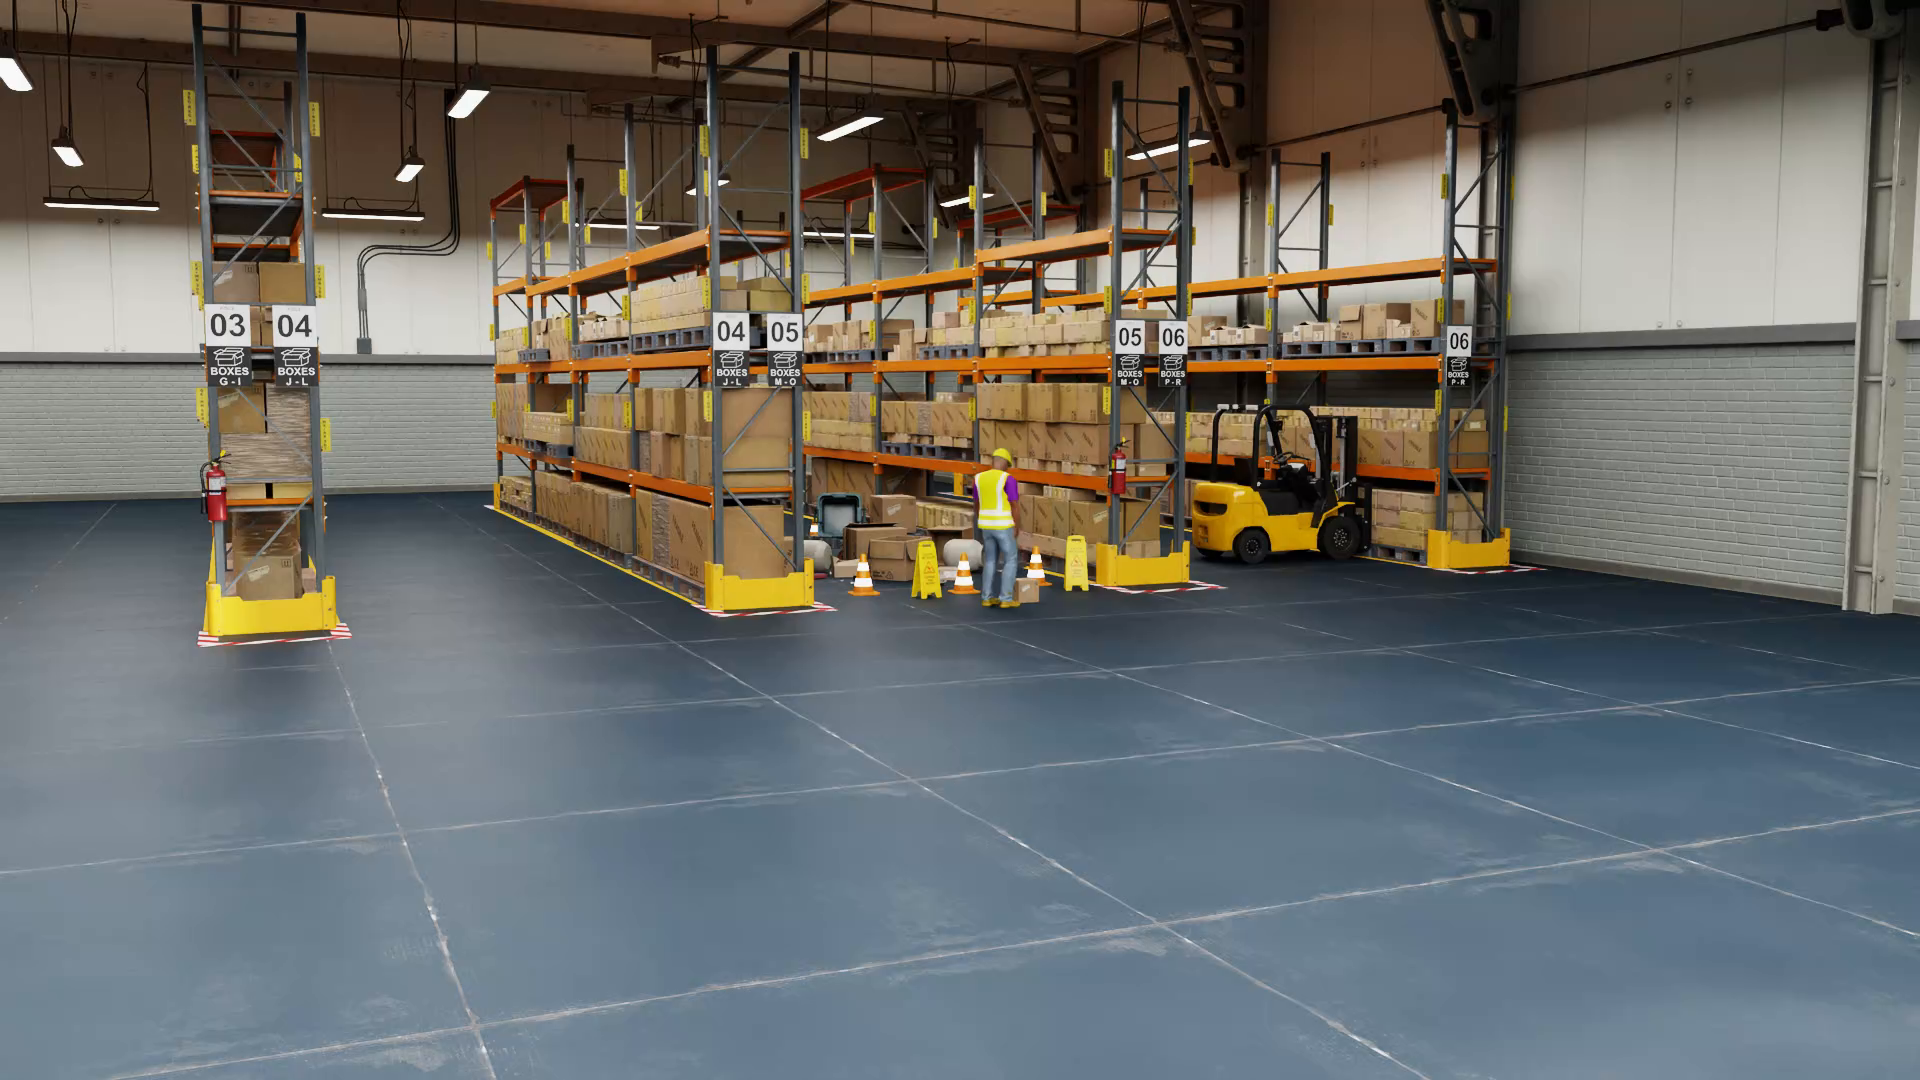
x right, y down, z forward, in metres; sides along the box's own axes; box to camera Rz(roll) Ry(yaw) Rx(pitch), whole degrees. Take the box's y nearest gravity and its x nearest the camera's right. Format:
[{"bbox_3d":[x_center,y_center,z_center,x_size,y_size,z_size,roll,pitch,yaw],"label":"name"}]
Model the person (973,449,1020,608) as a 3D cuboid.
[{"bbox_3d":[0.418,-0.135,18.277,0.584,1.733,0.422,4,7,37],"label":"person"}]
